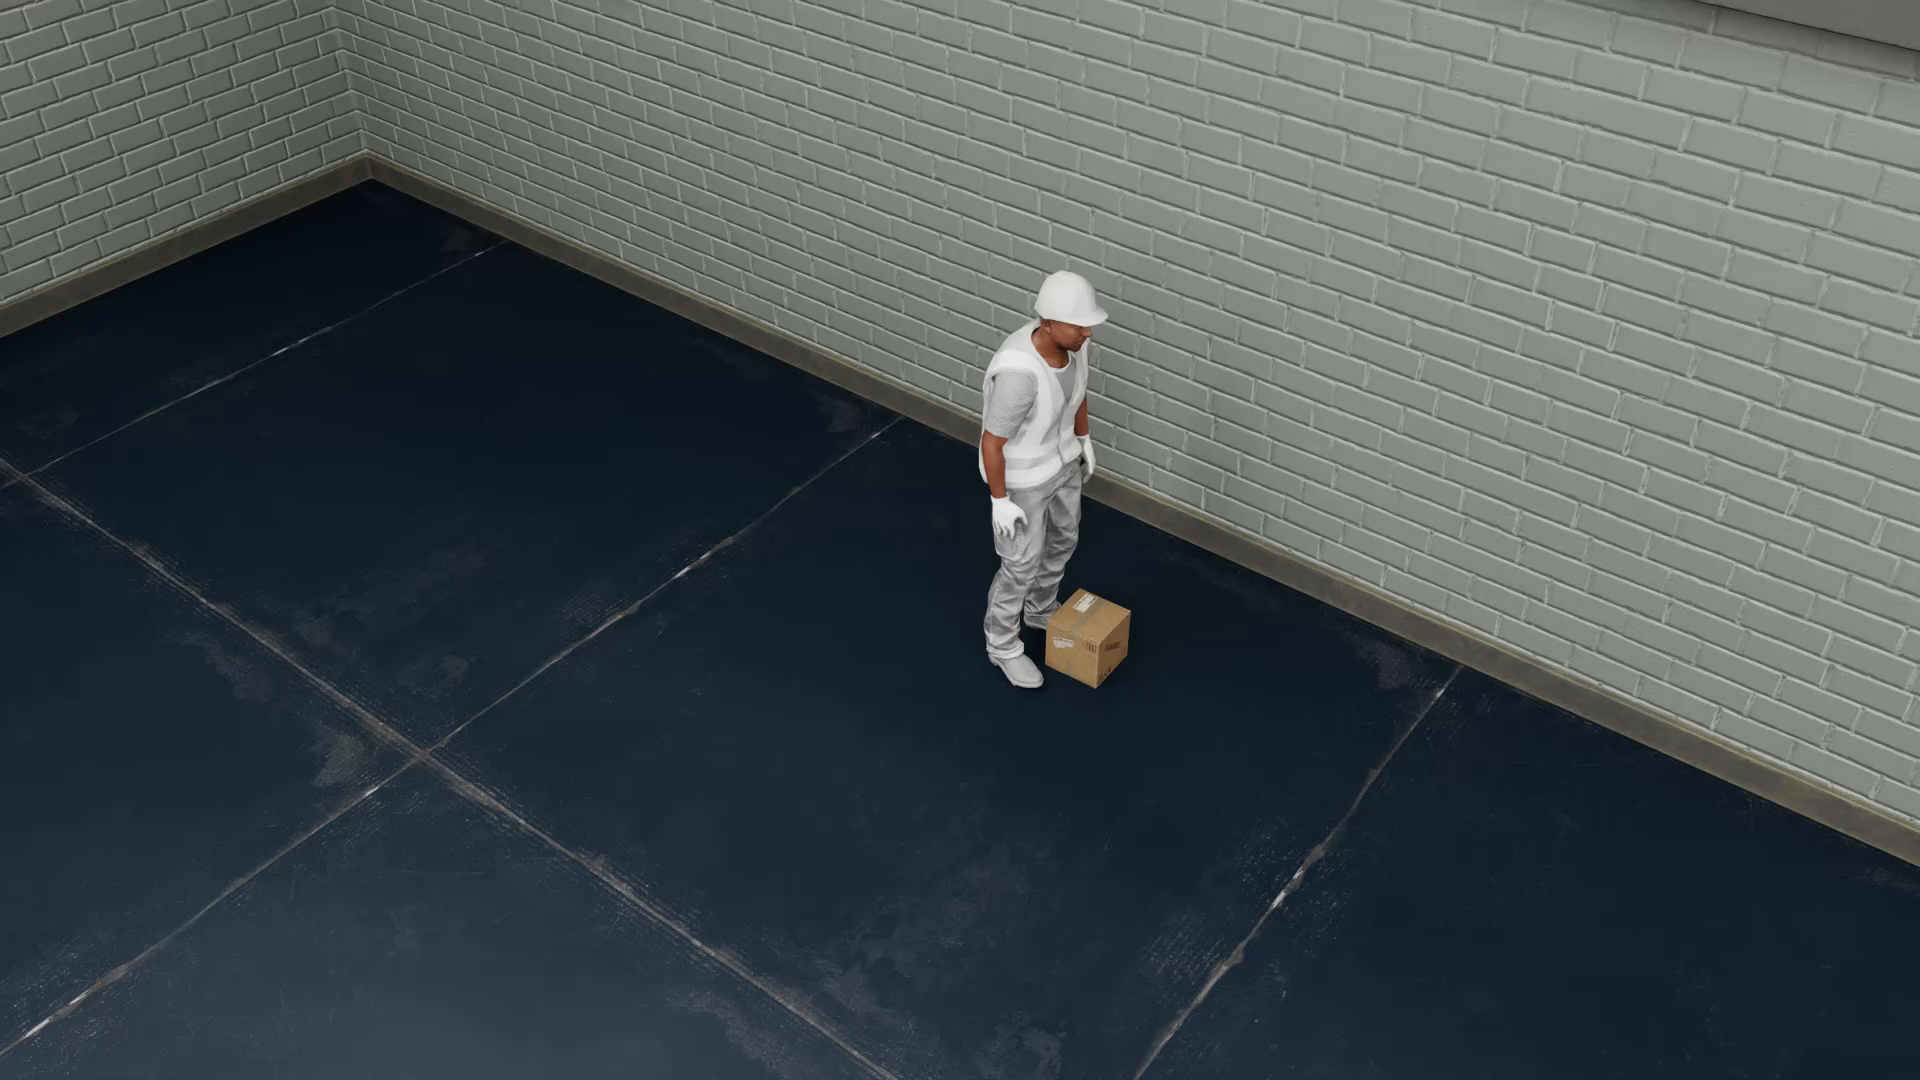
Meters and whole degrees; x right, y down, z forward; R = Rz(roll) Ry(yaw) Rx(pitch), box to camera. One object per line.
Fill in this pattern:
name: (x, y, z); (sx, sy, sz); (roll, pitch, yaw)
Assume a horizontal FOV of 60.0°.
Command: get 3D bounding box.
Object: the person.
person: (0.317, -0.259, 6.470); (0.449, 1.774, 0.617); (26, 45, 29)
